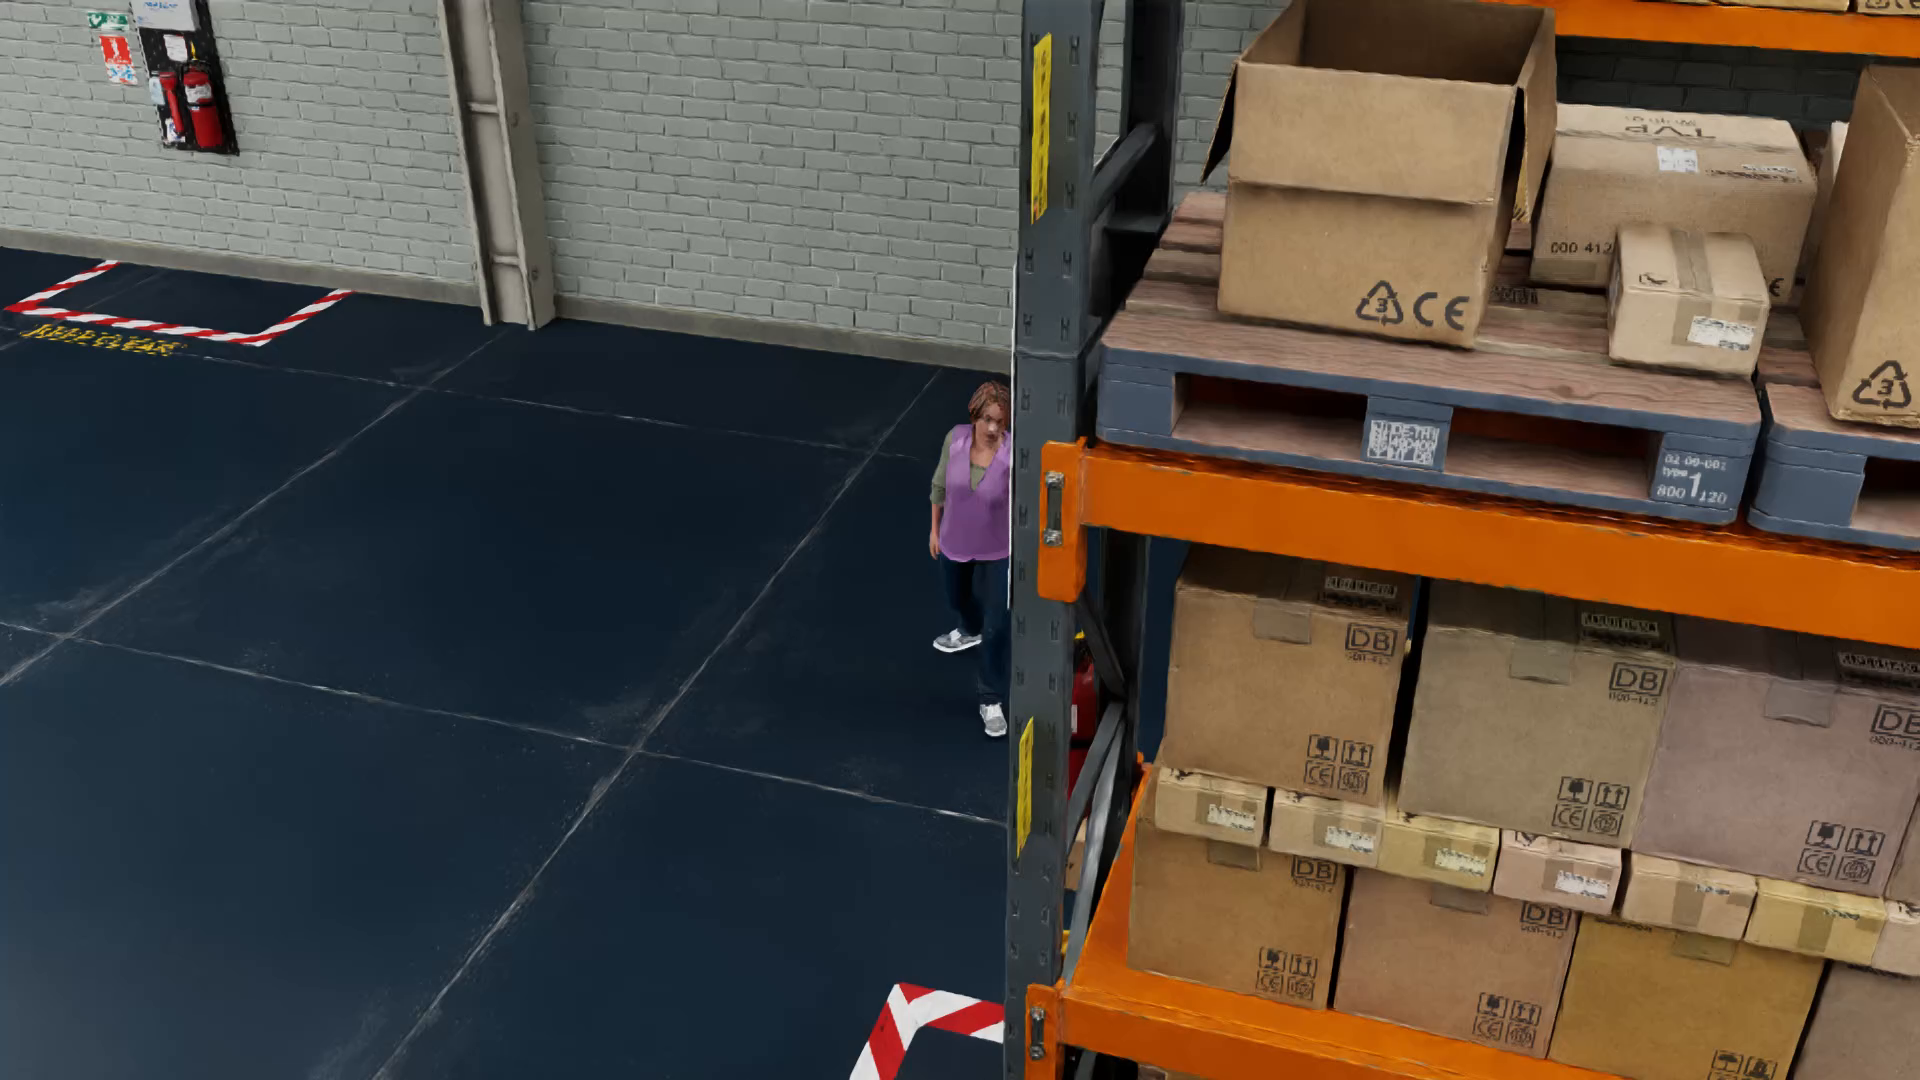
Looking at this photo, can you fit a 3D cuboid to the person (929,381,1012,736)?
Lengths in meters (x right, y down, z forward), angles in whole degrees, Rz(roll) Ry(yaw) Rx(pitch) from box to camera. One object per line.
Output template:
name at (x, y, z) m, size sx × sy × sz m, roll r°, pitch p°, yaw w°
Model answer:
person at (0.153, 0.020, 7.123) m, size 0.684 × 1.554 × 0.708 m, roll 7°, pitch 30°, yaw 12°
